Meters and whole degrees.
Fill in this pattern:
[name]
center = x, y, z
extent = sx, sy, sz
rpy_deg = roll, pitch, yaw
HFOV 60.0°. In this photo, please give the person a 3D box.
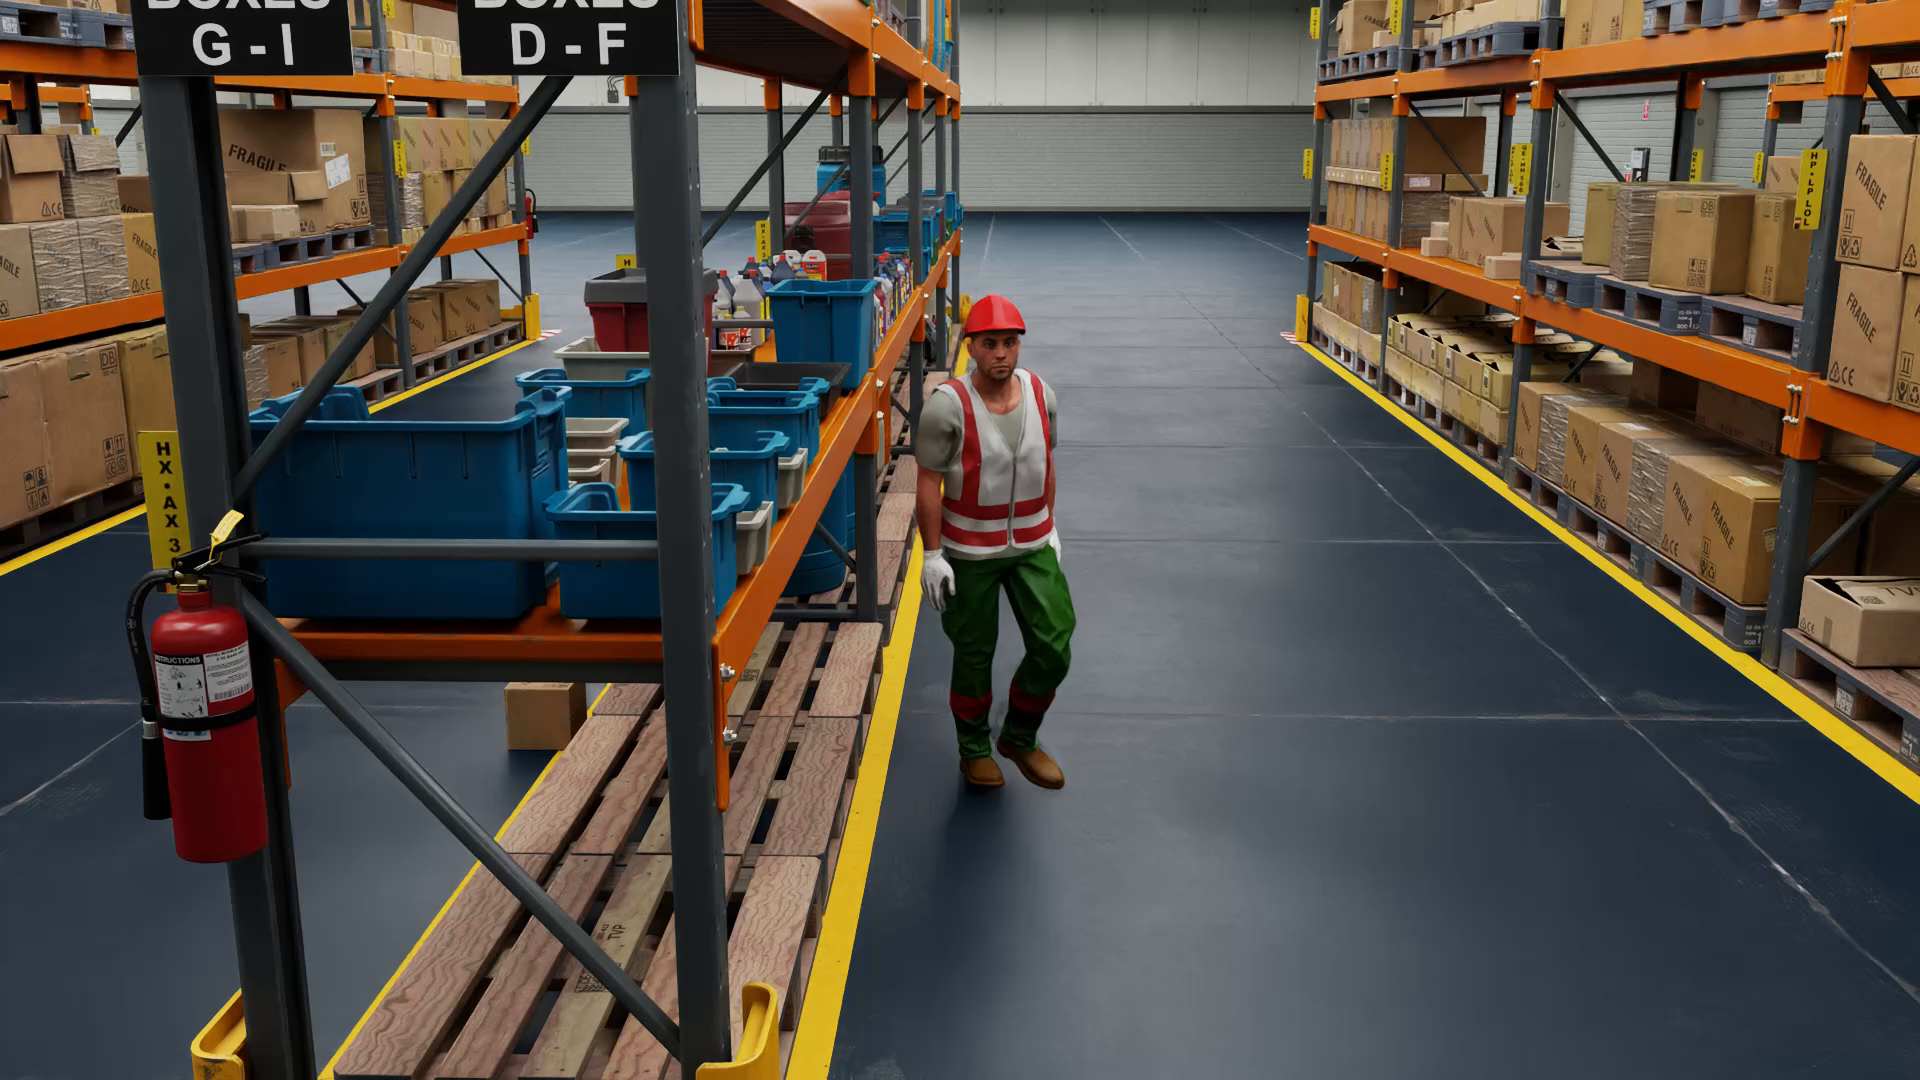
[person]
center = 0.119, 0.031, 5.738
extent = 0.579, 1.766, 0.518
rpy_deg = -5, 14, -18
